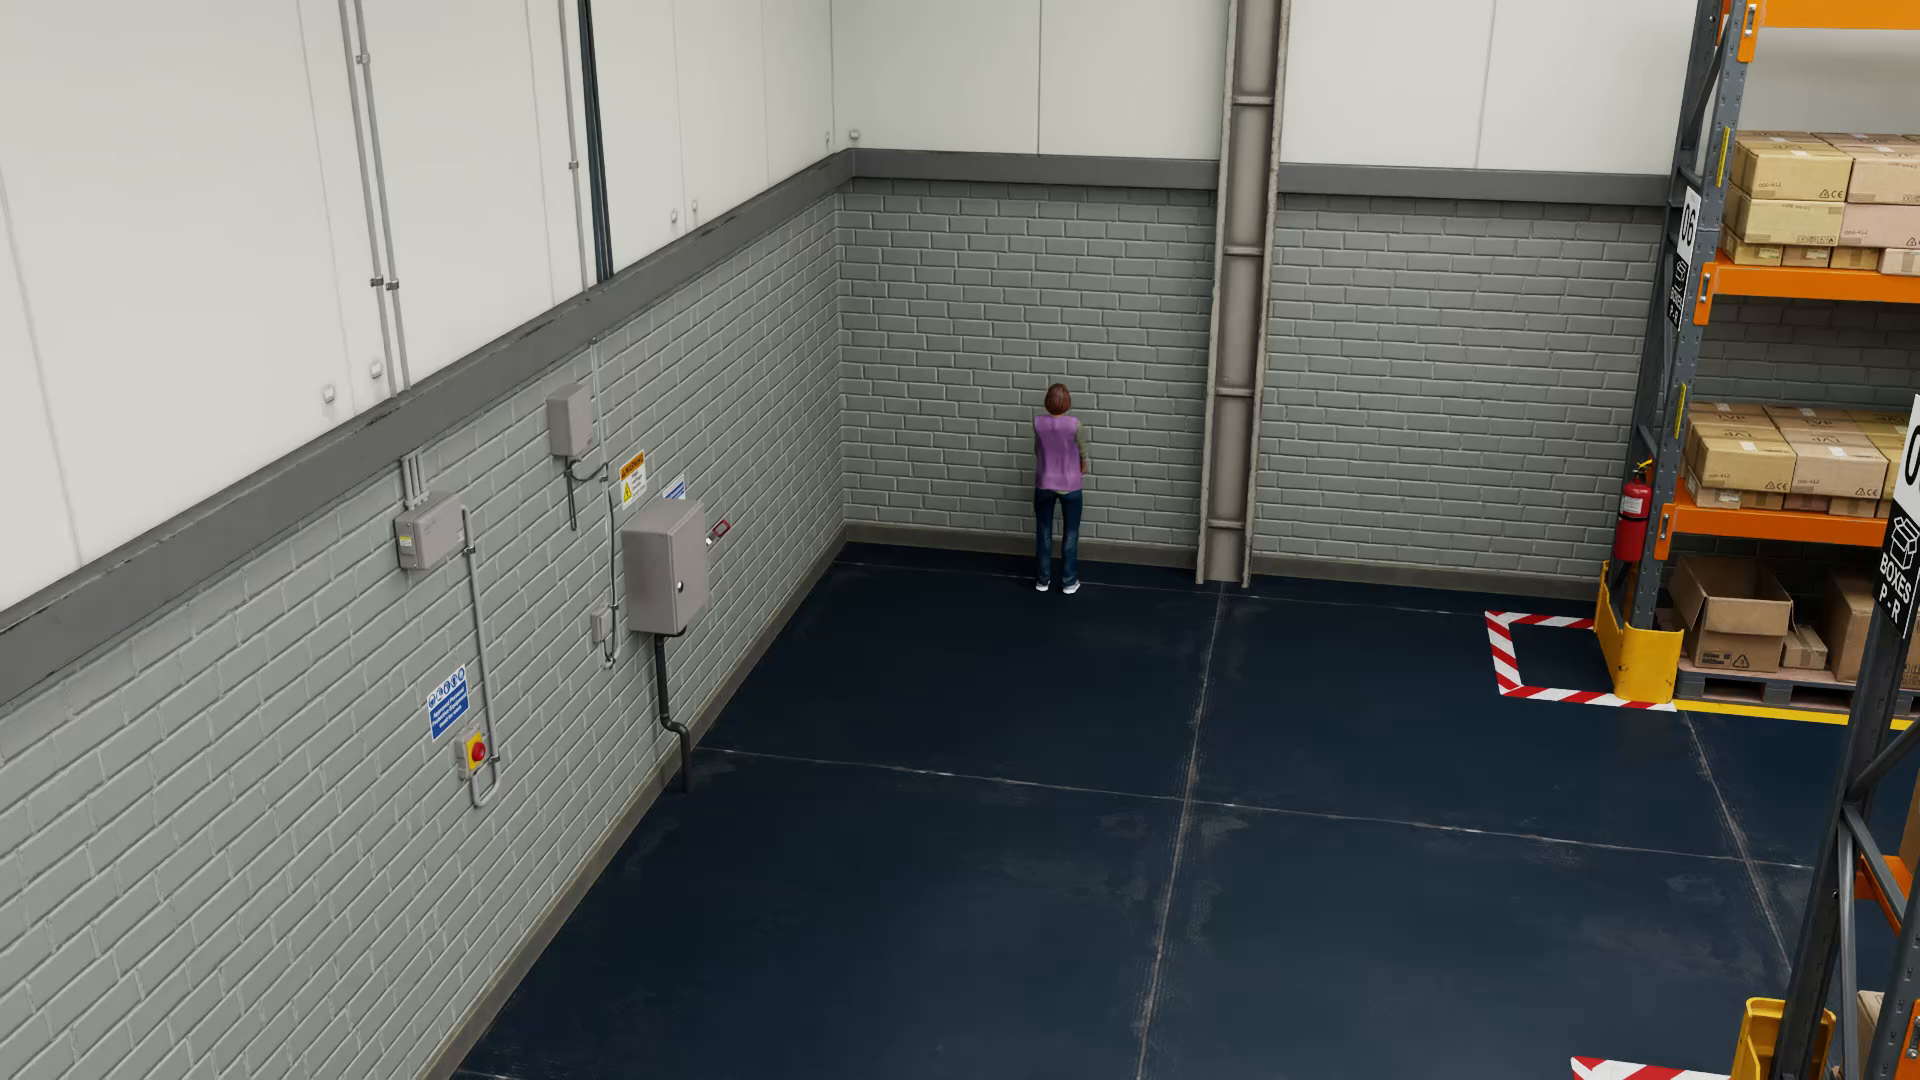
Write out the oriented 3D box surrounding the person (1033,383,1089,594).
[{"bbox_3d":[0.731,-0.406,12.119,0.404,1.596,0.490,5,22,12],"label":"person"}]
